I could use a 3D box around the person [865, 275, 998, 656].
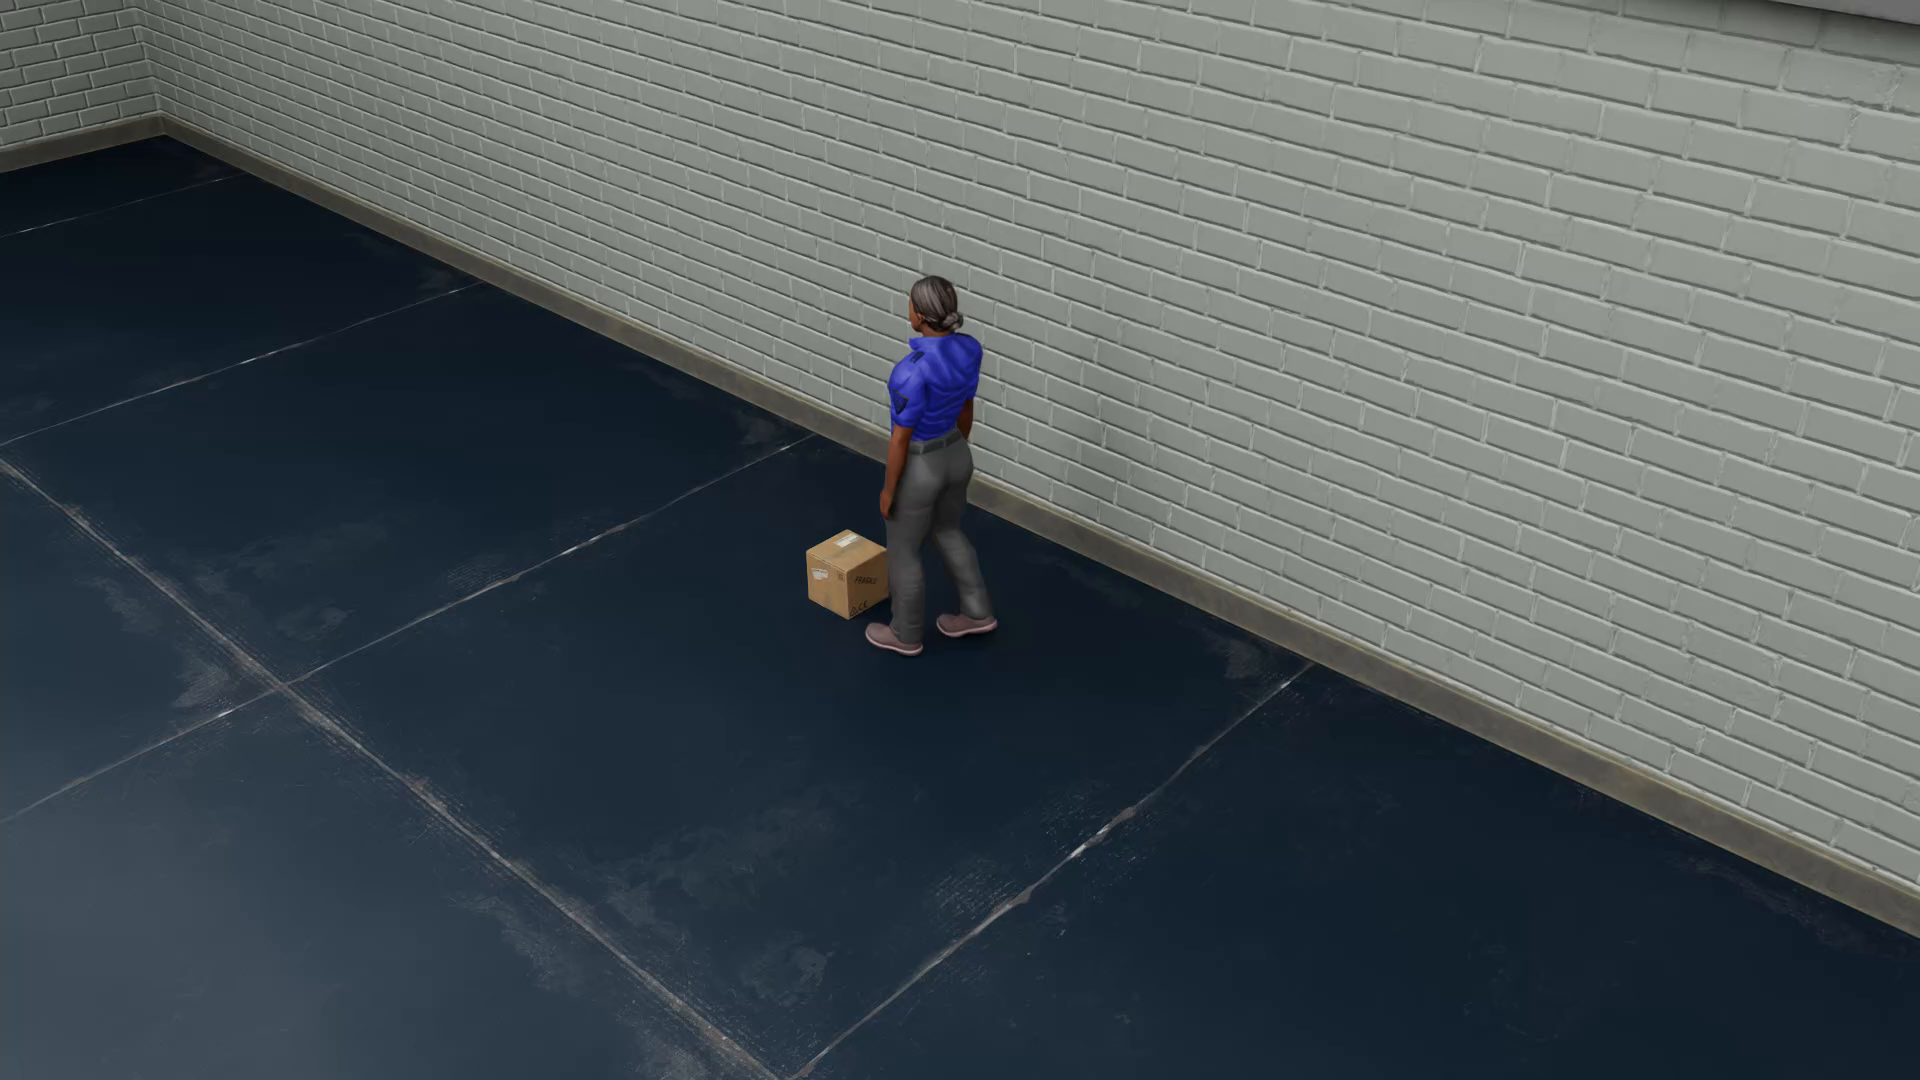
[{"bbox_3d":[-0.145,-0.278,6.591,0.460,1.667,0.462,26,40,35],"label":"person"}]
